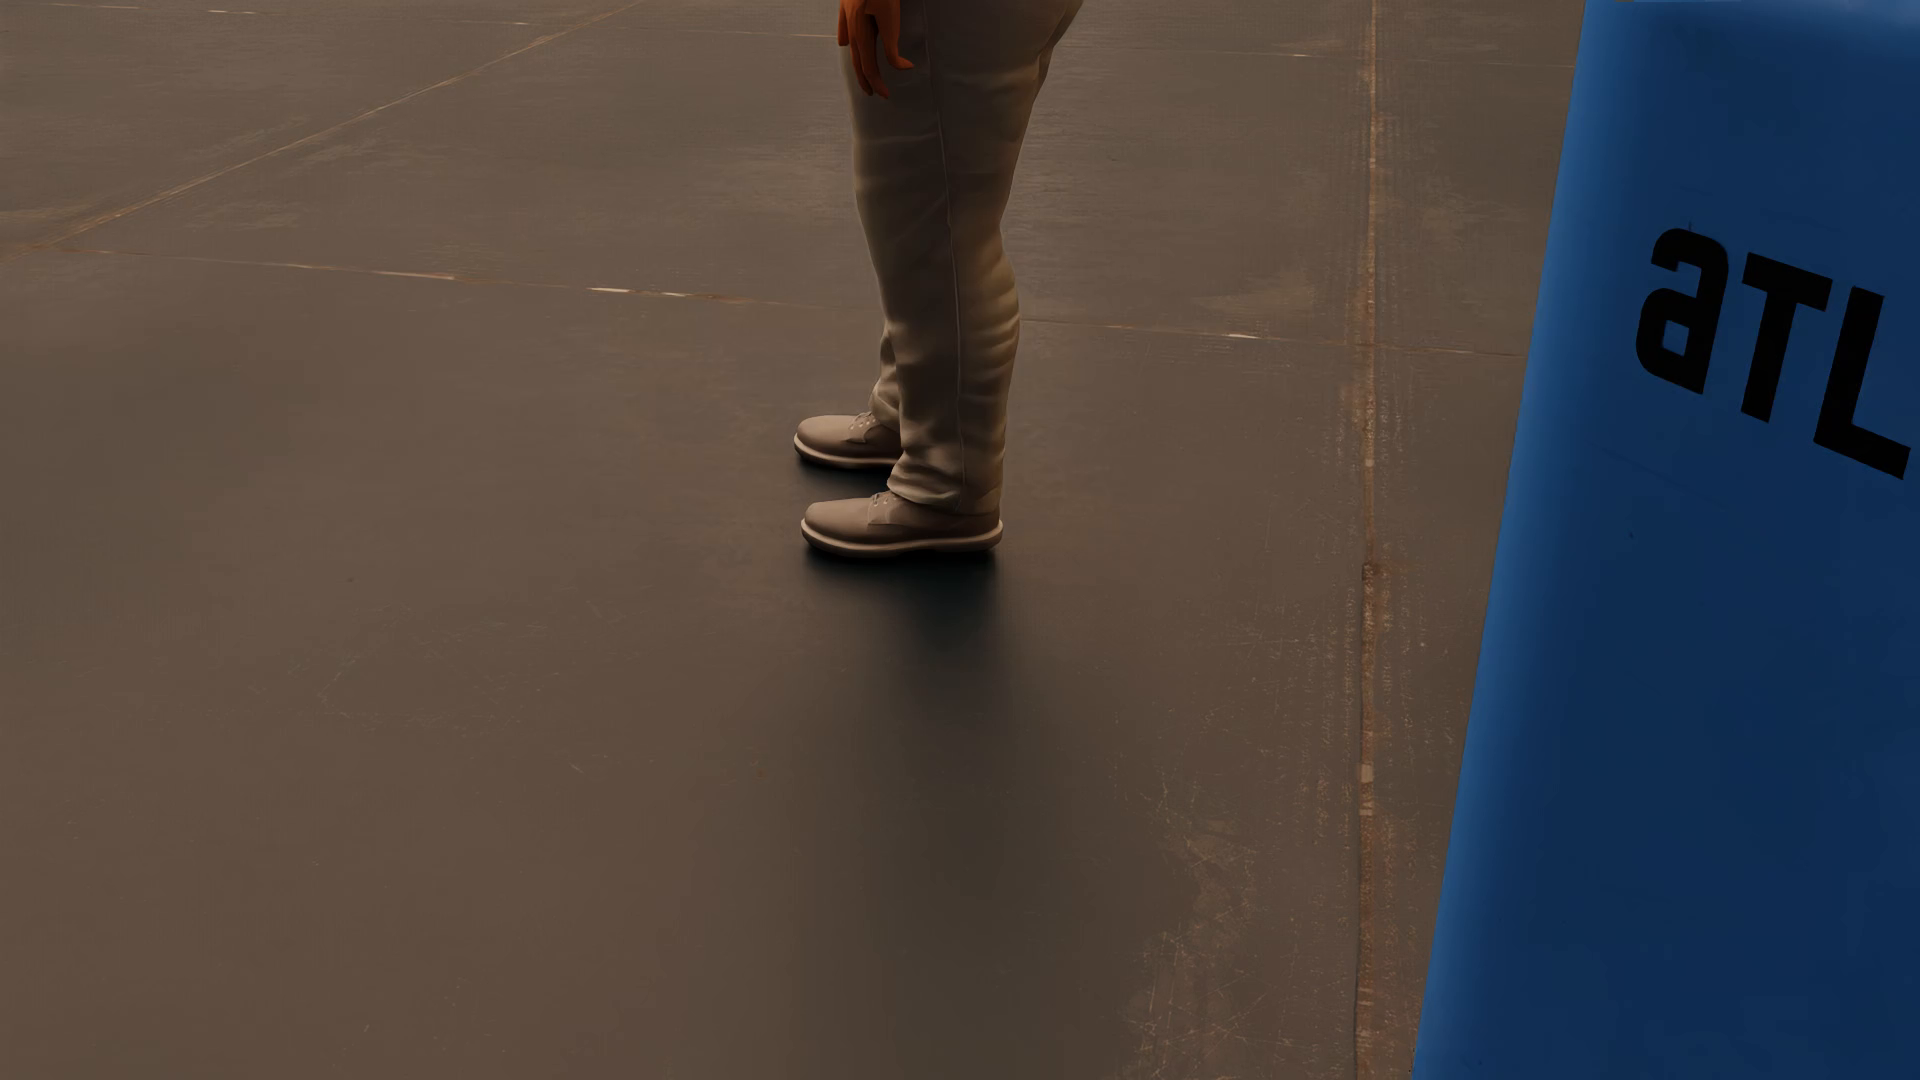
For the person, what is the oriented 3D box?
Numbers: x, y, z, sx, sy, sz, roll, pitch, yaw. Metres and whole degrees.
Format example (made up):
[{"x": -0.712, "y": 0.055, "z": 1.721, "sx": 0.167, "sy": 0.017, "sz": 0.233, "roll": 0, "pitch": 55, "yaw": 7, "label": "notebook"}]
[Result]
[{"x": -0.070, "y": -0.768, "z": 2.157, "sx": 0.529, "sy": 1.670, "sz": 0.598, "roll": 6, "pitch": 27, "yaw": 11, "label": "person"}]
